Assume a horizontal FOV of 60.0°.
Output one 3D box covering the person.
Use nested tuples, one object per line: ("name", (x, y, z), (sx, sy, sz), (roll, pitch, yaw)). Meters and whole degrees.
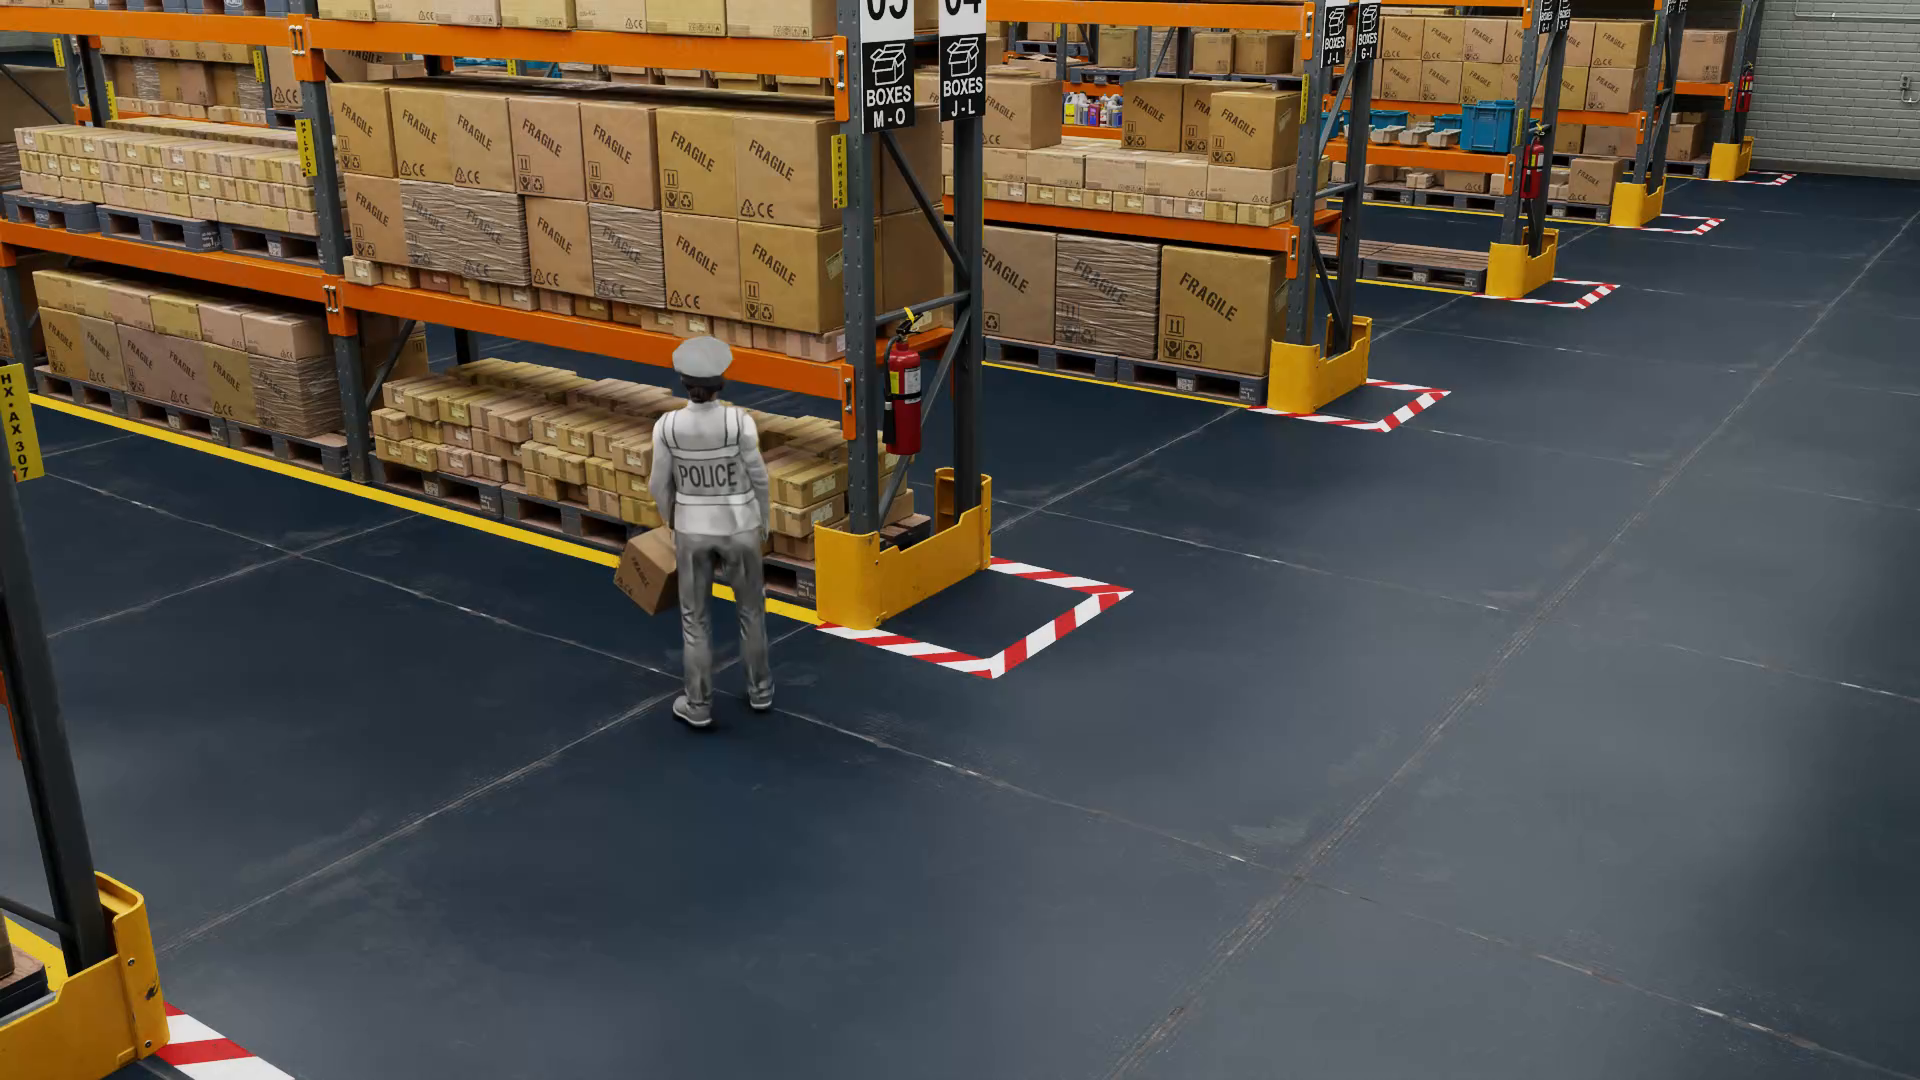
("person", (-1.046, -0.044, 7.096), (0.510, 1.699, 0.492), (0, 20, 1))
